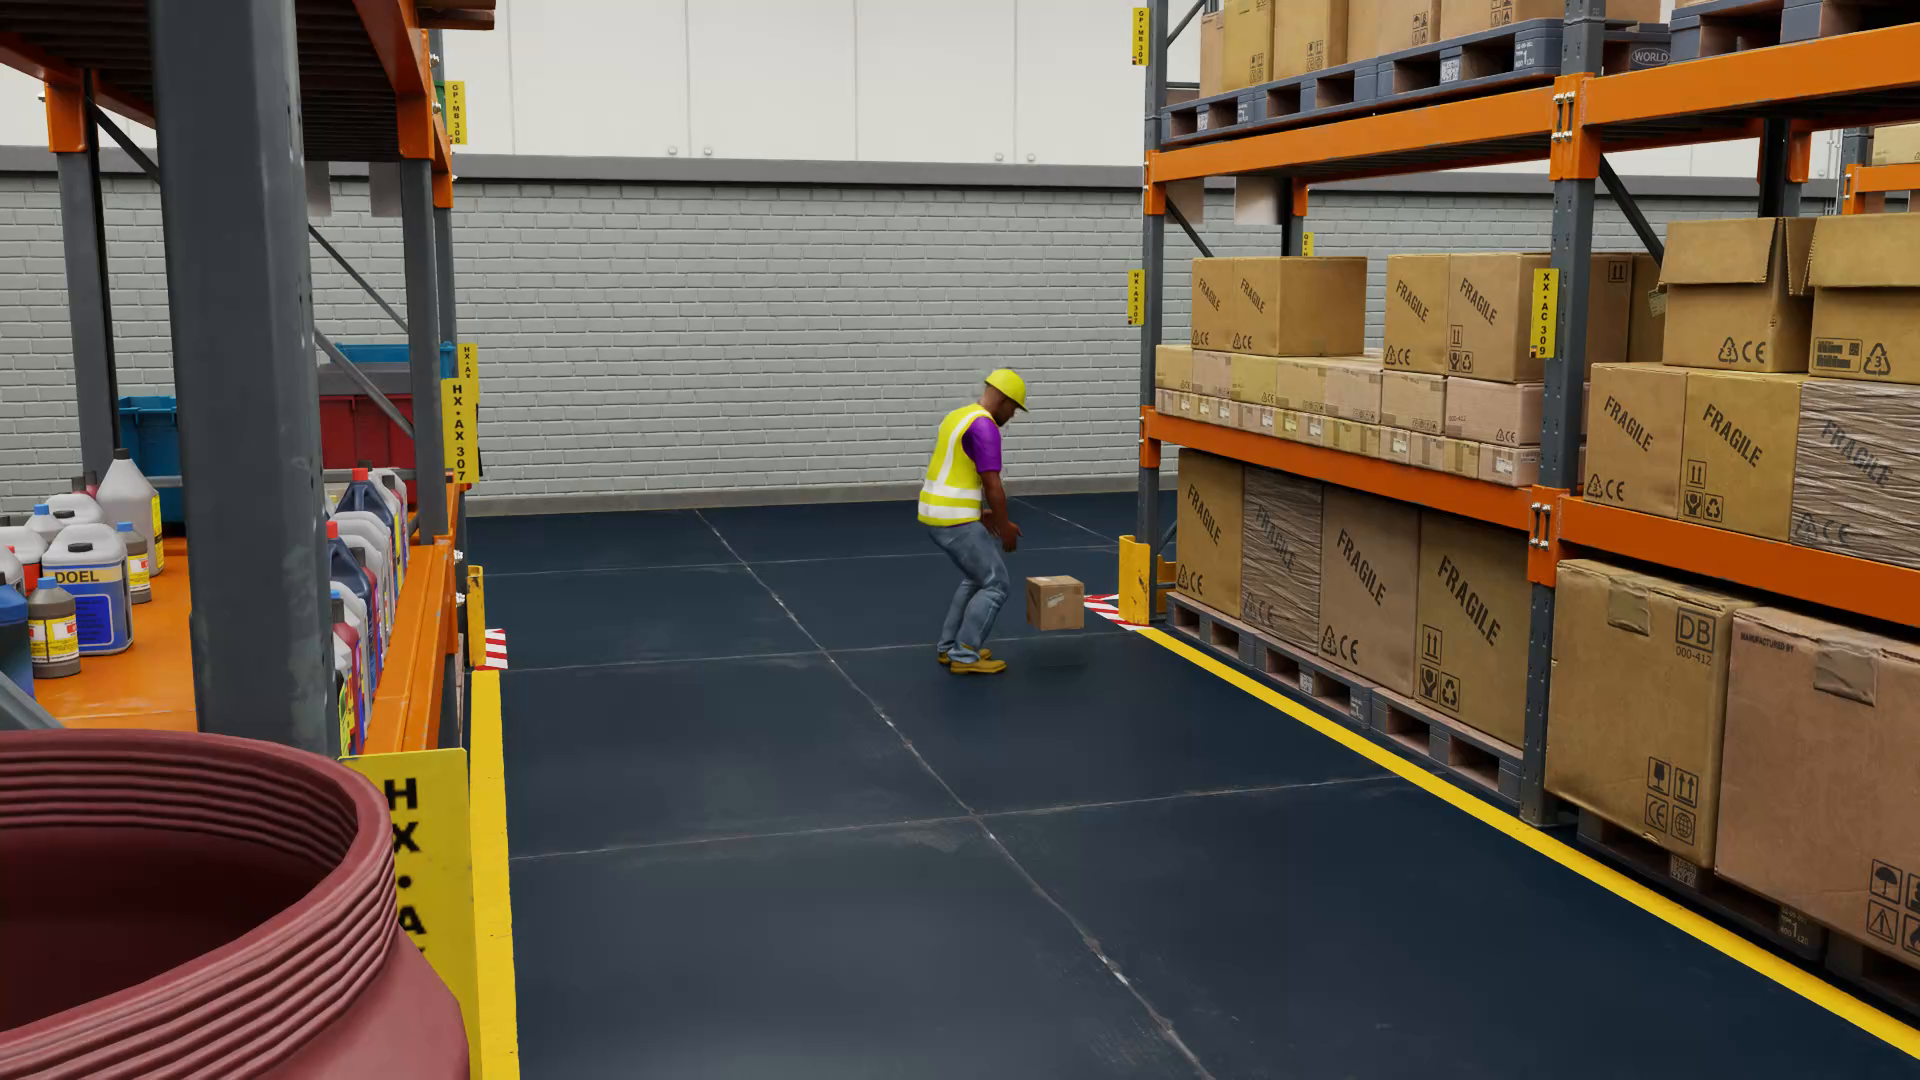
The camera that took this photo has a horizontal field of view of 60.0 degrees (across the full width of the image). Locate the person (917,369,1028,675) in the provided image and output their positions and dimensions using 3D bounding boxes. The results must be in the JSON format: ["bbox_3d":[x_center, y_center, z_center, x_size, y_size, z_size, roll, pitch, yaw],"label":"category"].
[{"bbox_3d":[0.075,-0.112,8.980,0.599,1.613,0.616,-2,10,-15],"label":"person"}]
